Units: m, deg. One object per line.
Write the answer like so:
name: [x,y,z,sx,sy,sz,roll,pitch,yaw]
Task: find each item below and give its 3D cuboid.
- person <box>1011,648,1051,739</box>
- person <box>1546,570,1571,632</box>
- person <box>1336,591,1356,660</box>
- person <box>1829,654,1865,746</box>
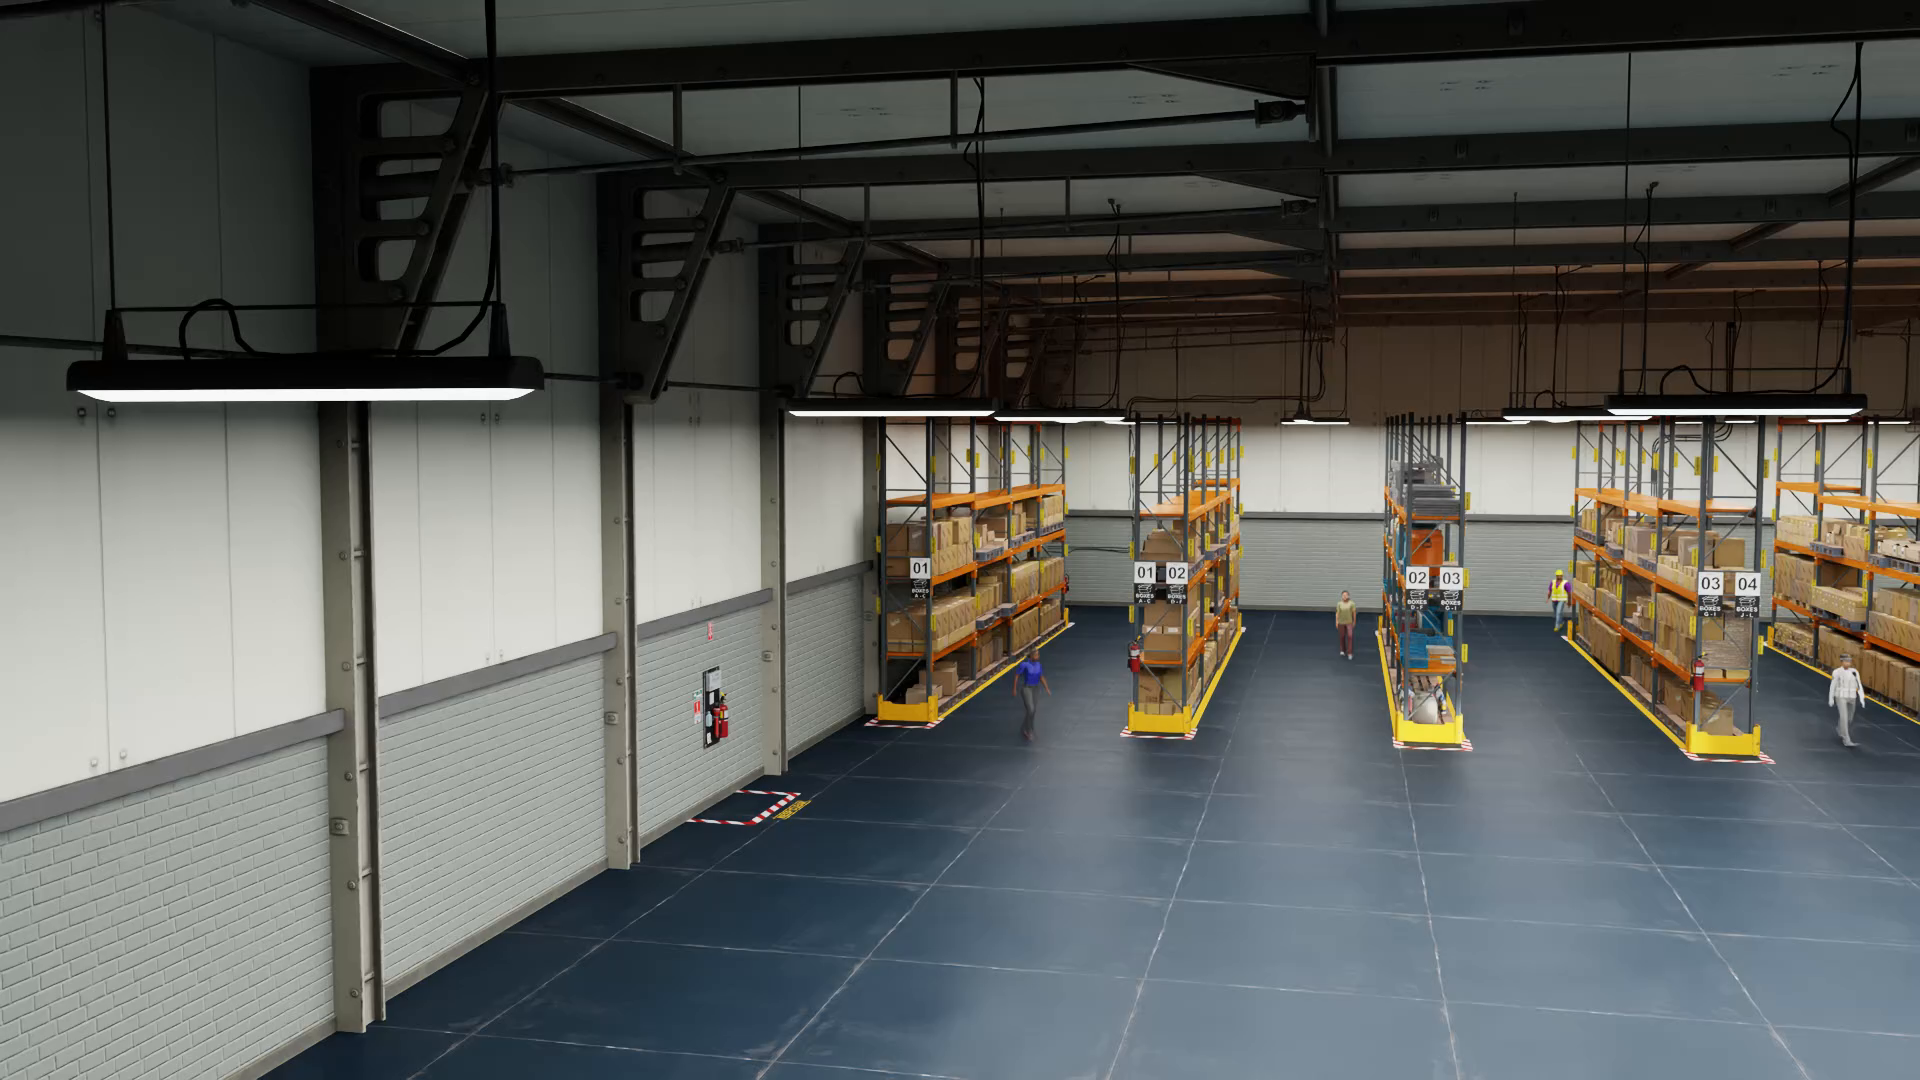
person: [1.316,2.851,30.906,0.604,1.685,0.688,-3,5,-40]
person: [16.824,1.698,46.695,0.603,1.717,1.089,3,5,42]
person: [9.611,2.104,41.408,0.498,1.683,0.848,1,4,11]
person: [16.040,2.863,30.085,0.505,1.636,0.963,0,4,3]
